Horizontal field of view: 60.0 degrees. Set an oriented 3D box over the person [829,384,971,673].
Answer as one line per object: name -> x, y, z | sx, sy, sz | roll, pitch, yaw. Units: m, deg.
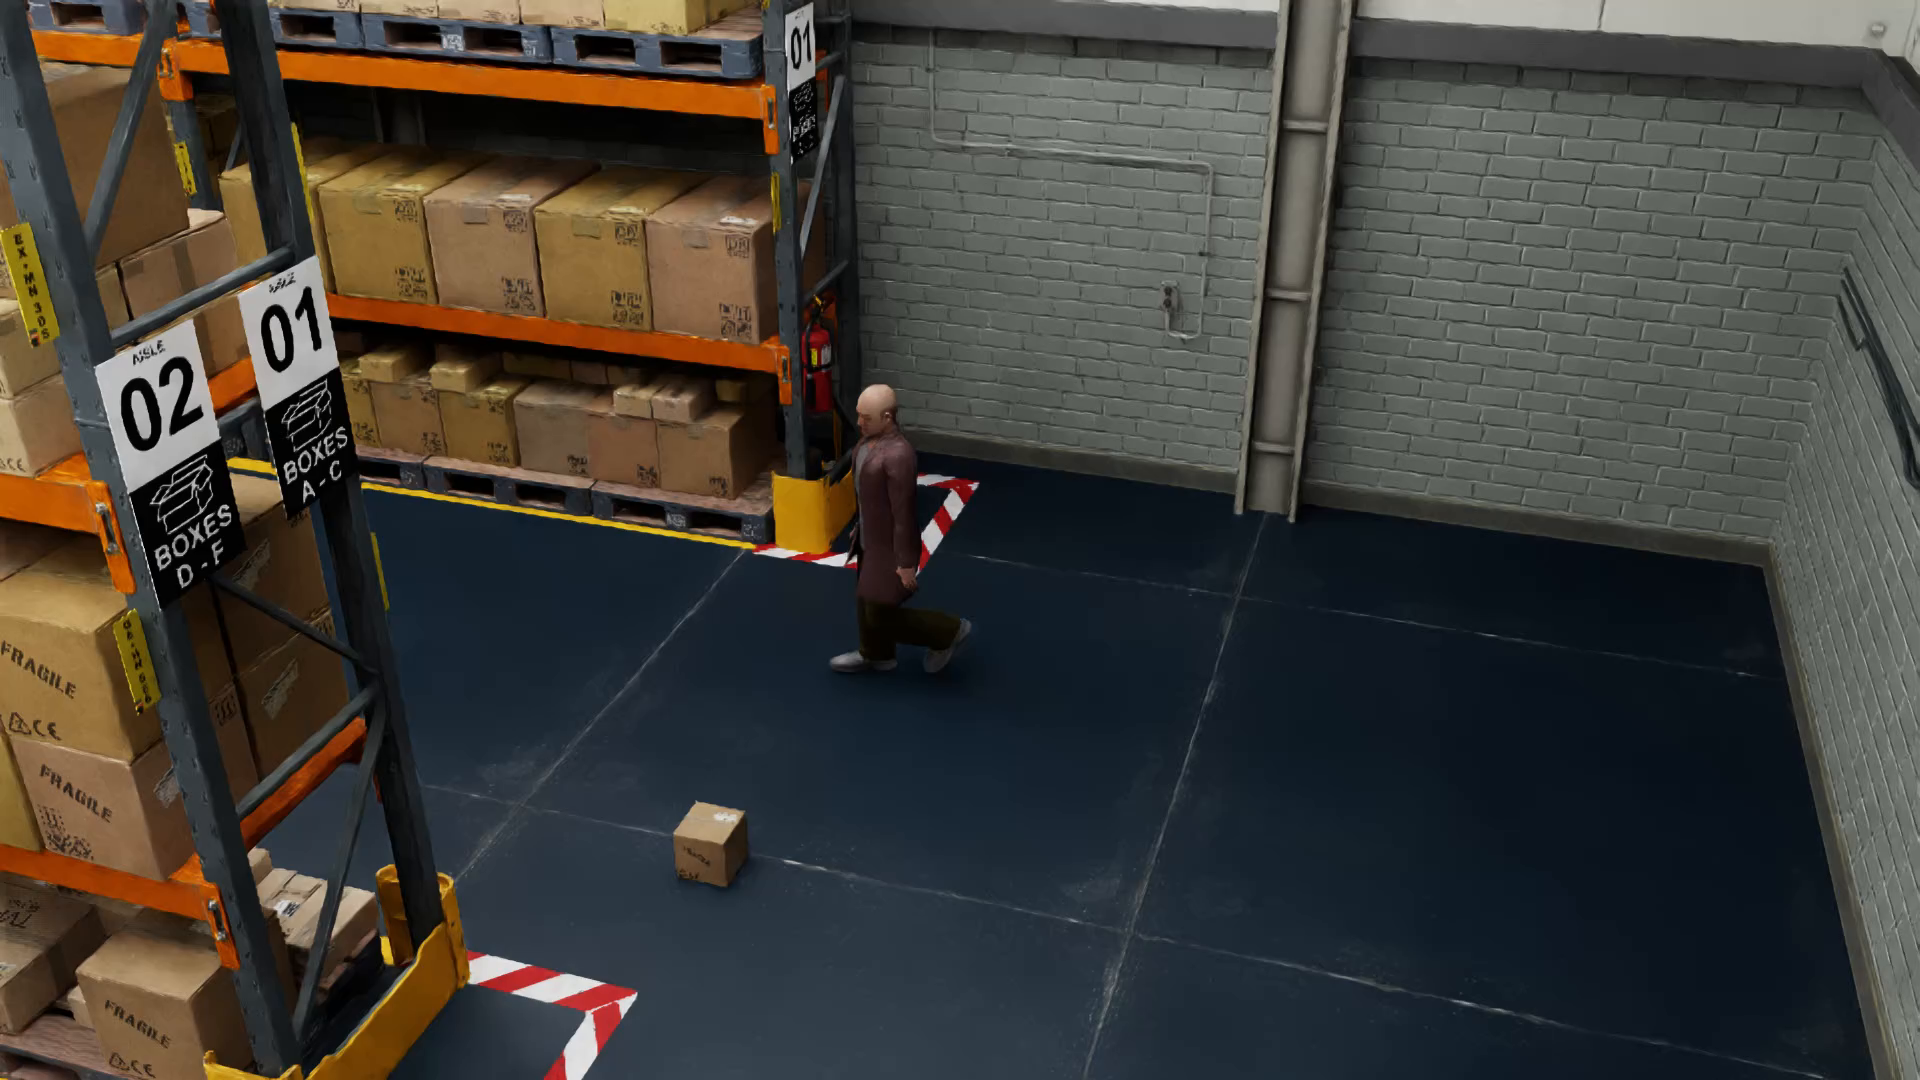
person -> -0.295, -0.011, 8.541 | 0.657, 1.763, 0.692 | -13, 32, -23
